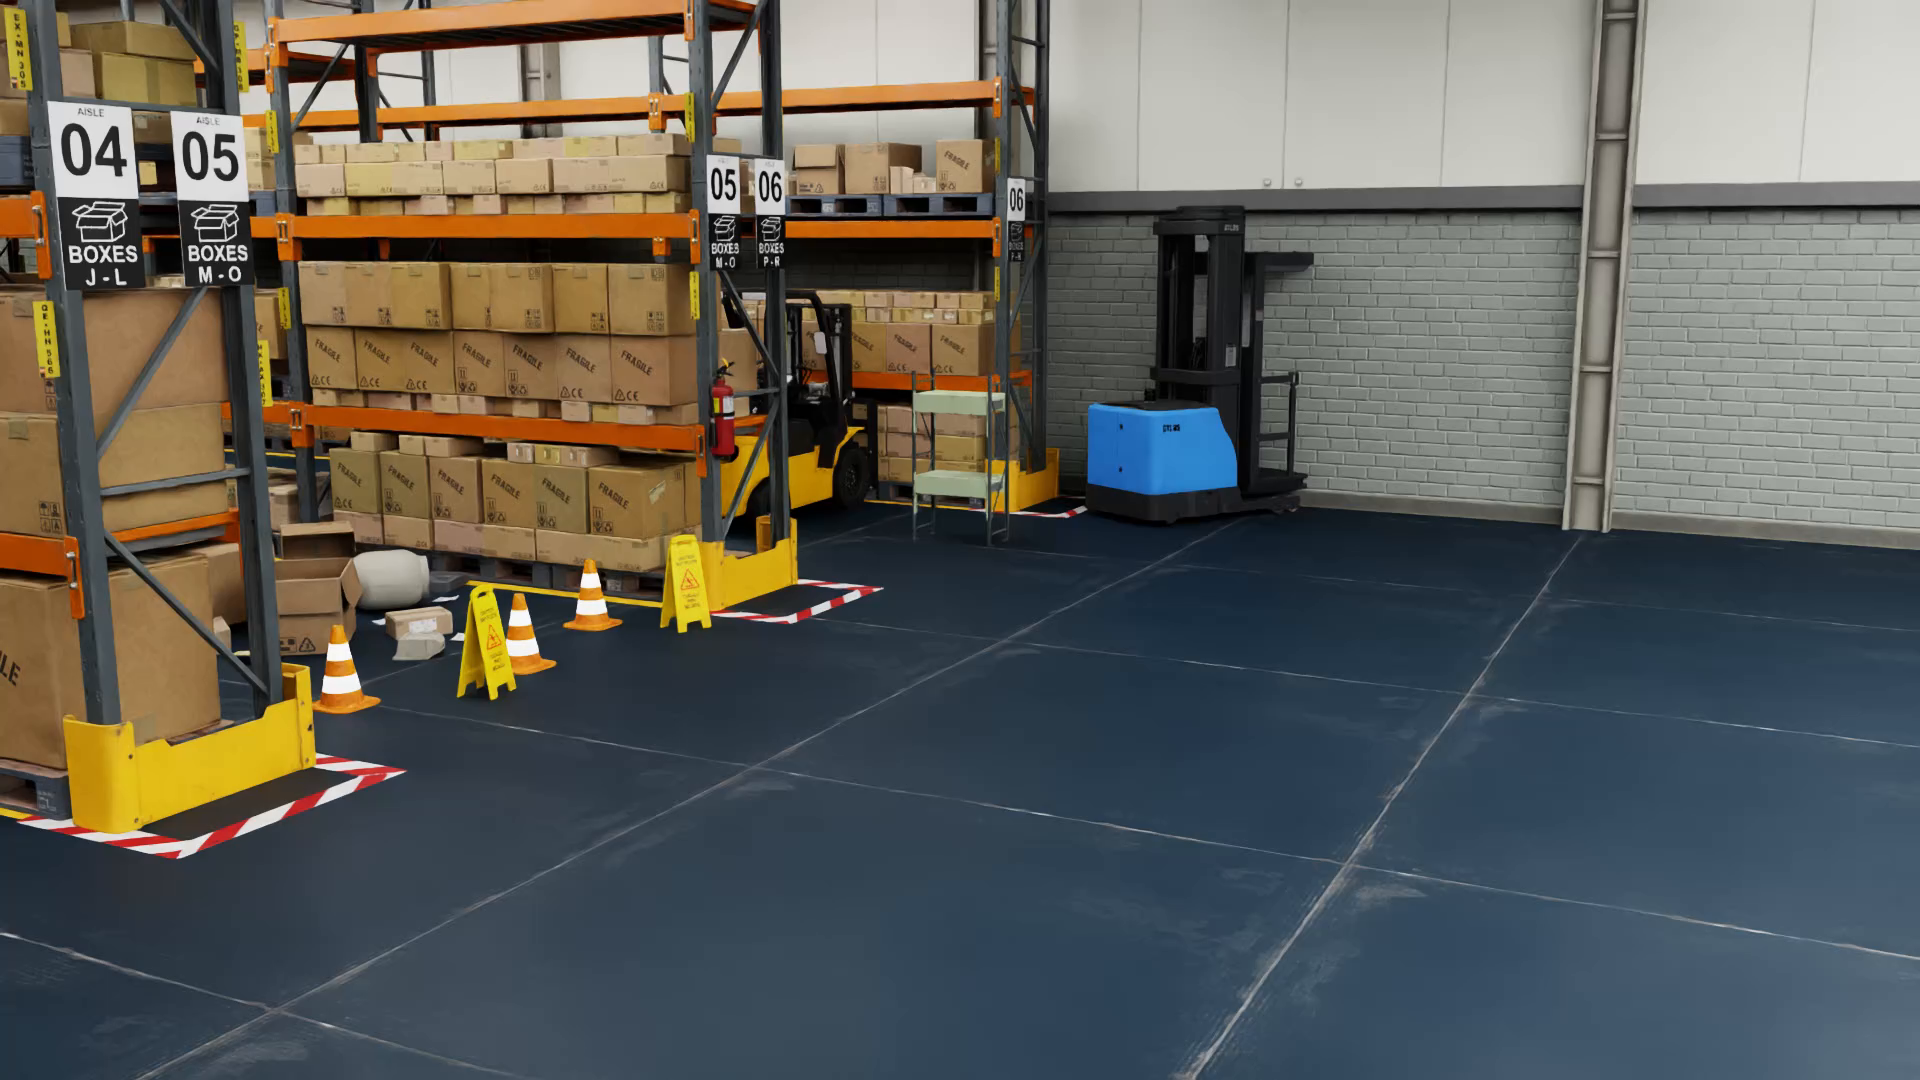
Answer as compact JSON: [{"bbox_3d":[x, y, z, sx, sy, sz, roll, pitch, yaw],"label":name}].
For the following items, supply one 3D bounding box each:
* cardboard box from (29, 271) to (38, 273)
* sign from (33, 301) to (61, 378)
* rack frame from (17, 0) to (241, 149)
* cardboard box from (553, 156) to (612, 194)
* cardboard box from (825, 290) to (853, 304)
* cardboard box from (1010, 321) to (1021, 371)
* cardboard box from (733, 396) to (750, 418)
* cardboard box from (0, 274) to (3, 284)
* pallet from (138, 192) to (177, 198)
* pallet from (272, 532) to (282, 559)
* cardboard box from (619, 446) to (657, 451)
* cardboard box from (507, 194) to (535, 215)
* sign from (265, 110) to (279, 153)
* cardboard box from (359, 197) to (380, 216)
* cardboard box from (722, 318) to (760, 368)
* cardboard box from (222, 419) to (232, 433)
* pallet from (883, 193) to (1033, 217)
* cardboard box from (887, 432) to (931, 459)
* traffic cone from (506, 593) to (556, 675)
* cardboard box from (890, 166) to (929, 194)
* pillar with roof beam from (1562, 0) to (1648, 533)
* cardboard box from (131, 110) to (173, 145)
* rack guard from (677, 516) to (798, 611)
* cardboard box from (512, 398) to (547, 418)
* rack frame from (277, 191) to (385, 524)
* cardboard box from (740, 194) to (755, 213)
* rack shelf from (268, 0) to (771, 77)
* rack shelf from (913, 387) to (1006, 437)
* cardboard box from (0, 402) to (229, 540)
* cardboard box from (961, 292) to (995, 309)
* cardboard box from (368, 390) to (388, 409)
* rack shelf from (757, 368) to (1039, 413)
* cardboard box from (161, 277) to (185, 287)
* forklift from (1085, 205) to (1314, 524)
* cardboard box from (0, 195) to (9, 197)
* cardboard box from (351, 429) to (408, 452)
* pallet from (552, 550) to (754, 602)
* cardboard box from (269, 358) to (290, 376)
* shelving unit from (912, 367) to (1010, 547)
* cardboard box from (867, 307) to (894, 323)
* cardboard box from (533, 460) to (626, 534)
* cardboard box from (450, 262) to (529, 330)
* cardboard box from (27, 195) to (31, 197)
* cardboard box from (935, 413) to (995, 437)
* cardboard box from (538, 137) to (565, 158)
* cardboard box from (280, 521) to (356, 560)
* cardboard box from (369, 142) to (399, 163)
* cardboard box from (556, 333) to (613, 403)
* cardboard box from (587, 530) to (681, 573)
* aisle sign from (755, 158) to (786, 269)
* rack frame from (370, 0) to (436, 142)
[{"bbox_3d":[-12.103,-3.360,22.354,0.500,0.500,0.500,5,12,27],"label":"cardboard box"},{"bbox_3d":[-3.932,-0.864,7.165,0.005,0.325,0.100,5,11,26],"label":"sign"},{"bbox_3d":[-3.680,-3.215,7.228,0.127,3.000,1.000,5,11,26],"label":"rack frame"},{"bbox_3d":[-2.603,-2.650,12.111,0.500,0.250,0.500,5,11,25],"label":"cardboard box"},{"bbox_3d":[-1.180,-2.484,17.096,0.250,0.149,0.380,5,11,27],"label":"cardboard box"},{"bbox_3d":[0.291,-1.987,17.008,0.500,0.500,0.500,5,12,28],"label":"cardboard box"},{"bbox_3d":[-1.793,-0.998,12.527,0.250,0.149,0.380,5,11,26],"label":"cardboard box"},{"bbox_3d":[-9.334,-2.232,15.554,0.500,0.500,0.500,5,11,24],"label":"cardboard box"},{"bbox_3d":[-6.605,-2.907,14.477,1.003,0.211,1.213,5,11,26],"label":"pallet"},{"bbox_3d":[-5.866,-0.066,14.502,1.213,0.211,1.003,5,11,26],"label":"pallet"},{"bbox_3d":[-3.447,-1.247,18.689,0.625,0.625,0.875,6,12,28],"label":"cardboard box"},{"bbox_3d":[-3.160,-2.503,12.420,0.250,0.149,0.380,5,11,24],"label":"cardboard box"},{"bbox_3d":[-5.410,-3.212,13.076,0.005,0.325,0.100,5,11,26],"label":"sign"},{"bbox_3d":[-4.515,-2.634,13.145,0.250,0.149,0.380,5,11,26],"label":"cardboard box"},{"bbox_3d":[-2.218,-2.104,17.653,0.500,0.500,0.500,5,12,27],"label":"cardboard box"},{"bbox_3d":[-9.333,-1.663,21.334,0.500,0.500,0.500,5,11,25],"label":"cardboard box"},{"bbox_3d":[-0.010,-3.347,16.628,1.213,0.211,1.003,5,11,26],"label":"pallet"},{"bbox_3d":[-0.407,-0.984,16.883,0.500,0.250,0.500,5,11,25],"label":"cardboard box"},{"bbox_3d":[-2.723,0.563,10.322,0.334,0.463,0.336,5,11,26],"label":"traffic cone"},{"bbox_3d":[-0.492,-3.557,16.458,0.258,0.266,0.396,5,11,26],"label":"cardboard box"},{"bbox_3d":[3.863,-3.845,10.709,0.400,9.000,9.100,5,11,26],"label":"pillar with roof beam"},{"bbox_3d":[-3.845,-1.950,7.903,0.250,0.149,0.380,5,11,26],"label":"cardboard box"},{"bbox_3d":[-1.648,0.162,12.430,0.348,0.500,1.175,5,11,26],"label":"rack guard"},{"bbox_3d":[-3.188,-1.023,12.666,0.250,0.149,0.380,5,11,25],"label":"cardboard box"},{"bbox_3d":[-5.167,-1.377,13.916,0.127,3.000,1.000,5,11,26],"label":"rack frame"},{"bbox_3d":[-1.734,-2.492,12.360,0.250,0.149,0.380,5,11,26],"label":"cardboard box"},{"bbox_3d":[-3.374,-3.816,12.575,4.000,0.370,1.077,5,11,26],"label":"rack shelf"},{"bbox_3d":[0.006,-1.122,14.524,0.720,0.370,0.431,5,11,26],"label":"rack shelf"},{"bbox_3d":[-4.033,-0.359,7.870,0.550,0.550,0.875,5,11,26],"label":"cardboard box"},{"bbox_3d":[0.198,-2.364,16.433,0.250,0.149,0.380,5,11,26],"label":"cardboard box"},{"bbox_3d":[-4.526,-1.150,13.365,0.250,0.149,0.380,5,11,26],"label":"cardboard box"},{"bbox_3d":[-1.181,-1.658,17.491,4.000,0.370,1.077,5,11,26],"label":"rack shelf"},{"bbox_3d":[-6.561,-2.169,14.174,0.250,0.149,0.380,4,11,23],"label":"cardboard box"},{"bbox_3d":[2.721,-1.768,16.269,3.031,2.935,1.130,-7,12,-33],"label":"forklift"},{"bbox_3d":[-9.159,-3.431,15.375,0.637,0.503,0.797,4,11,22],"label":"cardboard box"},{"bbox_3d":[-4.672,-0.810,13.396,0.250,0.149,0.380,5,11,27],"label":"cardboard box"},{"bbox_3d":[-2.361,0.235,12.841,1.213,0.211,1.003,5,11,26],"label":"pallet"},{"bbox_3d":[-5.751,-1.456,13.881,0.250,0.149,0.380,5,11,27],"label":"cardboard box"},{"bbox_3d":[0.006,-0.737,14.594,0.755,1.500,0.431,5,11,26],"label":"shelving unit"},{"bbox_3d":[-0.748,-2.286,16.838,0.250,0.149,0.380,5,11,24],"label":"cardboard box"},{"bbox_3d":[-2.884,-0.346,12.658,0.500,0.500,0.500,6,12,28],"label":"cardboard box"},{"bbox_3d":[-3.474,-1.881,12.778,0.500,0.500,0.700,5,11,25],"label":"cardboard box"},{"bbox_3d":[-7.909,-3.141,14.960,0.500,0.500,0.700,5,11,26],"label":"cardboard box"},{"bbox_3d":[0.062,-1.187,16.600,0.500,0.250,0.500,5,12,28],"label":"cardboard box"},{"bbox_3d":[-2.886,-2.878,12.255,0.250,0.149,0.380,5,11,26],"label":"cardboard box"},{"bbox_3d":[-4.809,0.154,12.471,0.500,0.500,0.500,-4,11,-23],"label":"cardboard box"},{"bbox_3d":[-4.327,-2.982,12.827,0.250,0.149,0.380,5,11,25],"label":"cardboard box"},{"bbox_3d":[-2.636,-1.296,12.354,0.500,0.500,0.500,5,11,26],"label":"cardboard box"},{"bbox_3d":[-2.446,0.062,12.507,0.500,0.250,0.500,5,11,26],"label":"cardboard box"},{"bbox_3d":[-1.388,-2.386,12.189,0.004,0.787,0.394,5,11,26],"label":"aisle sign"},{"bbox_3d":[-6.562,-5.437,19.505,0.127,3.000,1.000,5,11,26],"label":"rack frame"}]
